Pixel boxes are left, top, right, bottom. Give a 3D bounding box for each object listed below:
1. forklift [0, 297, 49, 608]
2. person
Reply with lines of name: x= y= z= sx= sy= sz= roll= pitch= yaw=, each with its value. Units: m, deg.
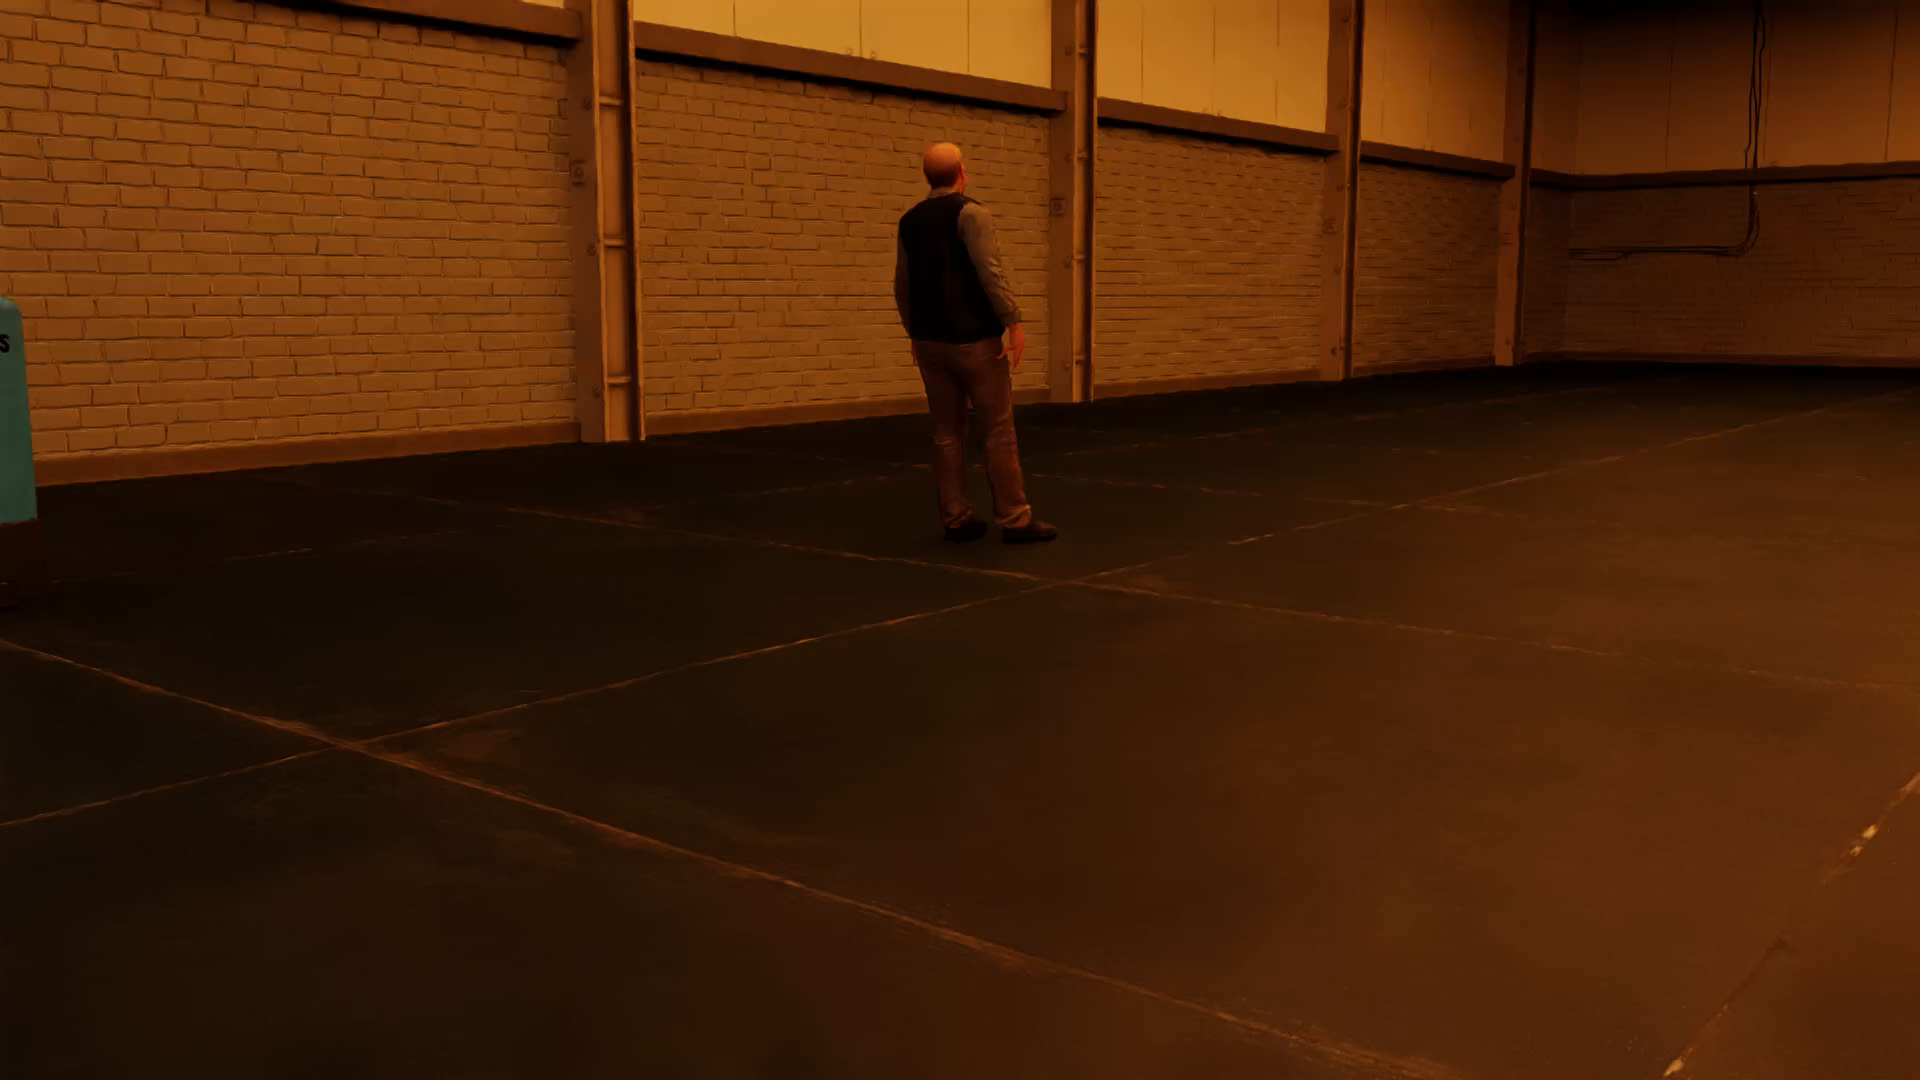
forklift: x=-4.147 y=-1.042 z=4.404 sx=1.130 sy=2.935 sz=3.031 roll=3 pitch=9 yaw=19
person: x=0.045 y=-0.865 z=7.322 sx=0.632 sy=1.720 sz=0.567 roll=7 pitch=11 yaw=38
